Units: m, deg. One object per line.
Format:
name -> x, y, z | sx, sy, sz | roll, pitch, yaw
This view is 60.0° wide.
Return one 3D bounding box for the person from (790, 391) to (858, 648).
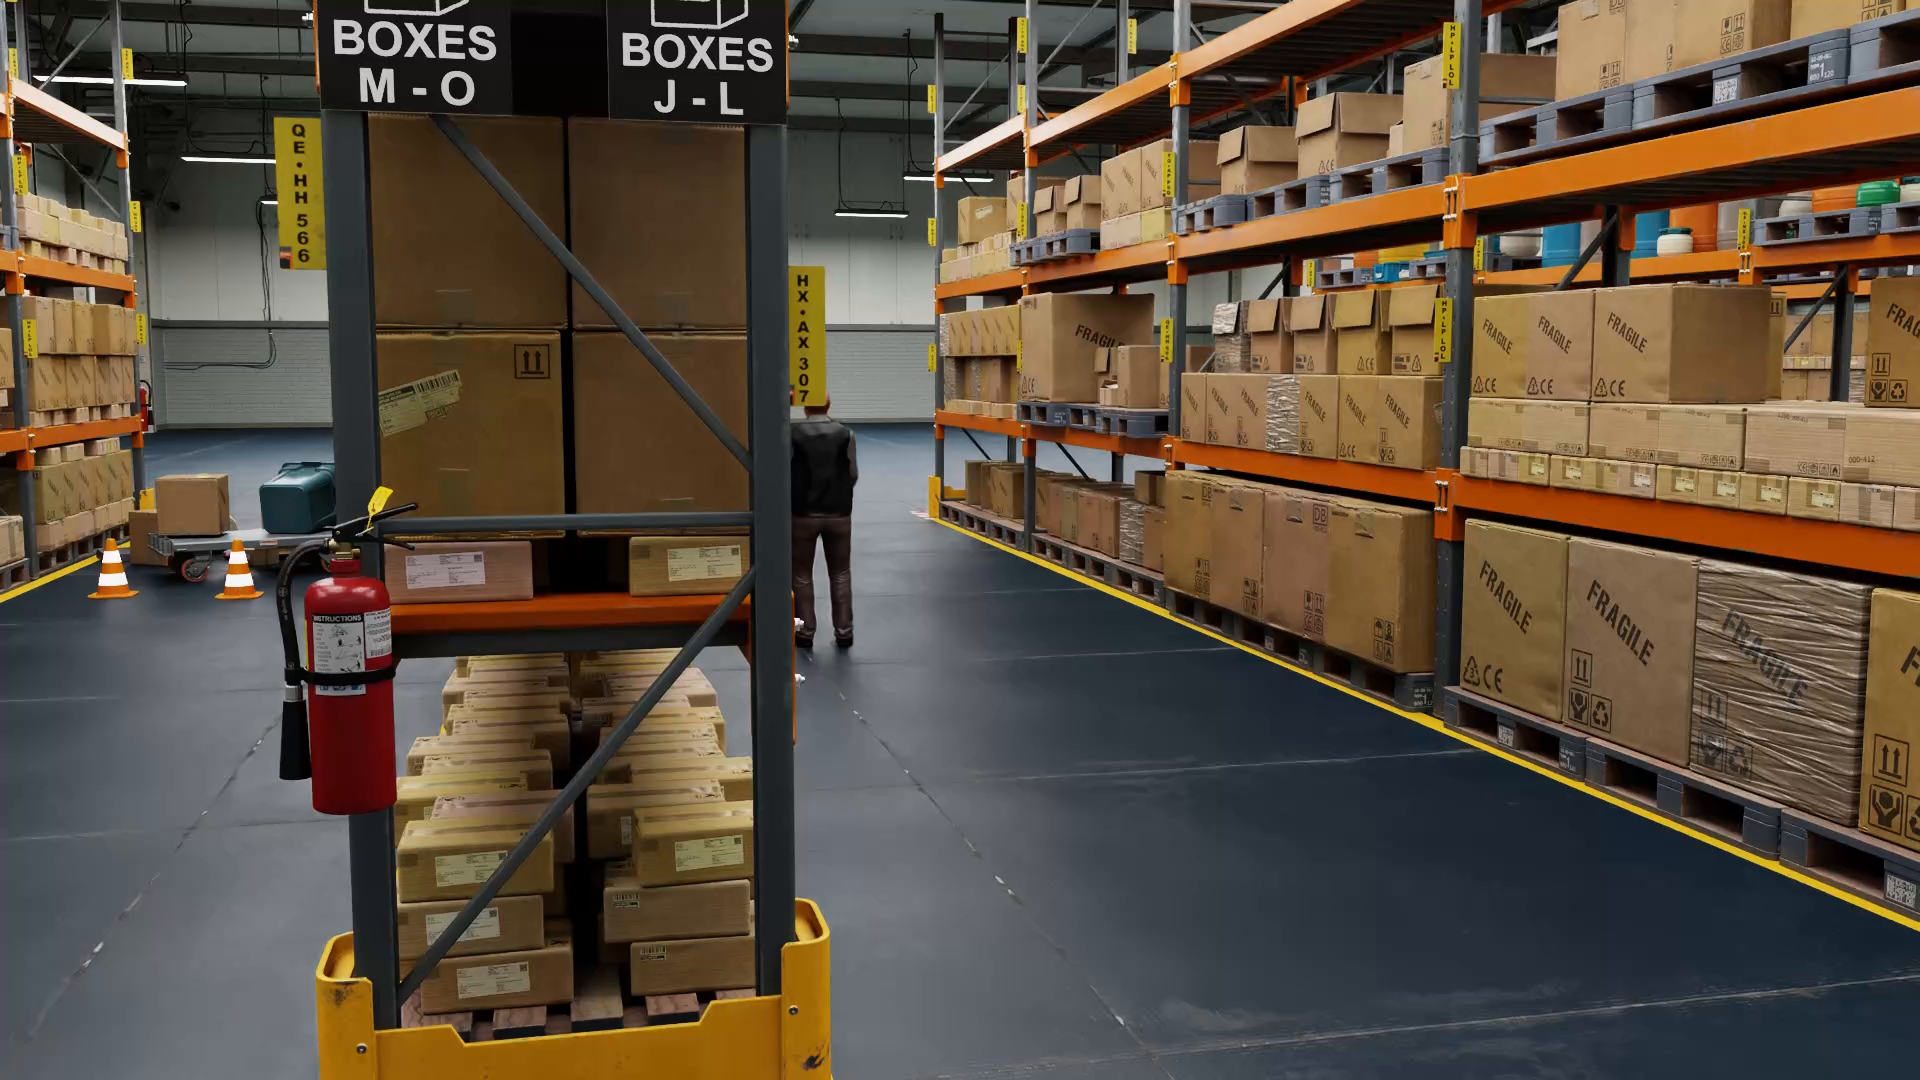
person -> -0.944, -0.156, 10.992 | 0.544, 1.728, 0.482 | -2, 6, -15
